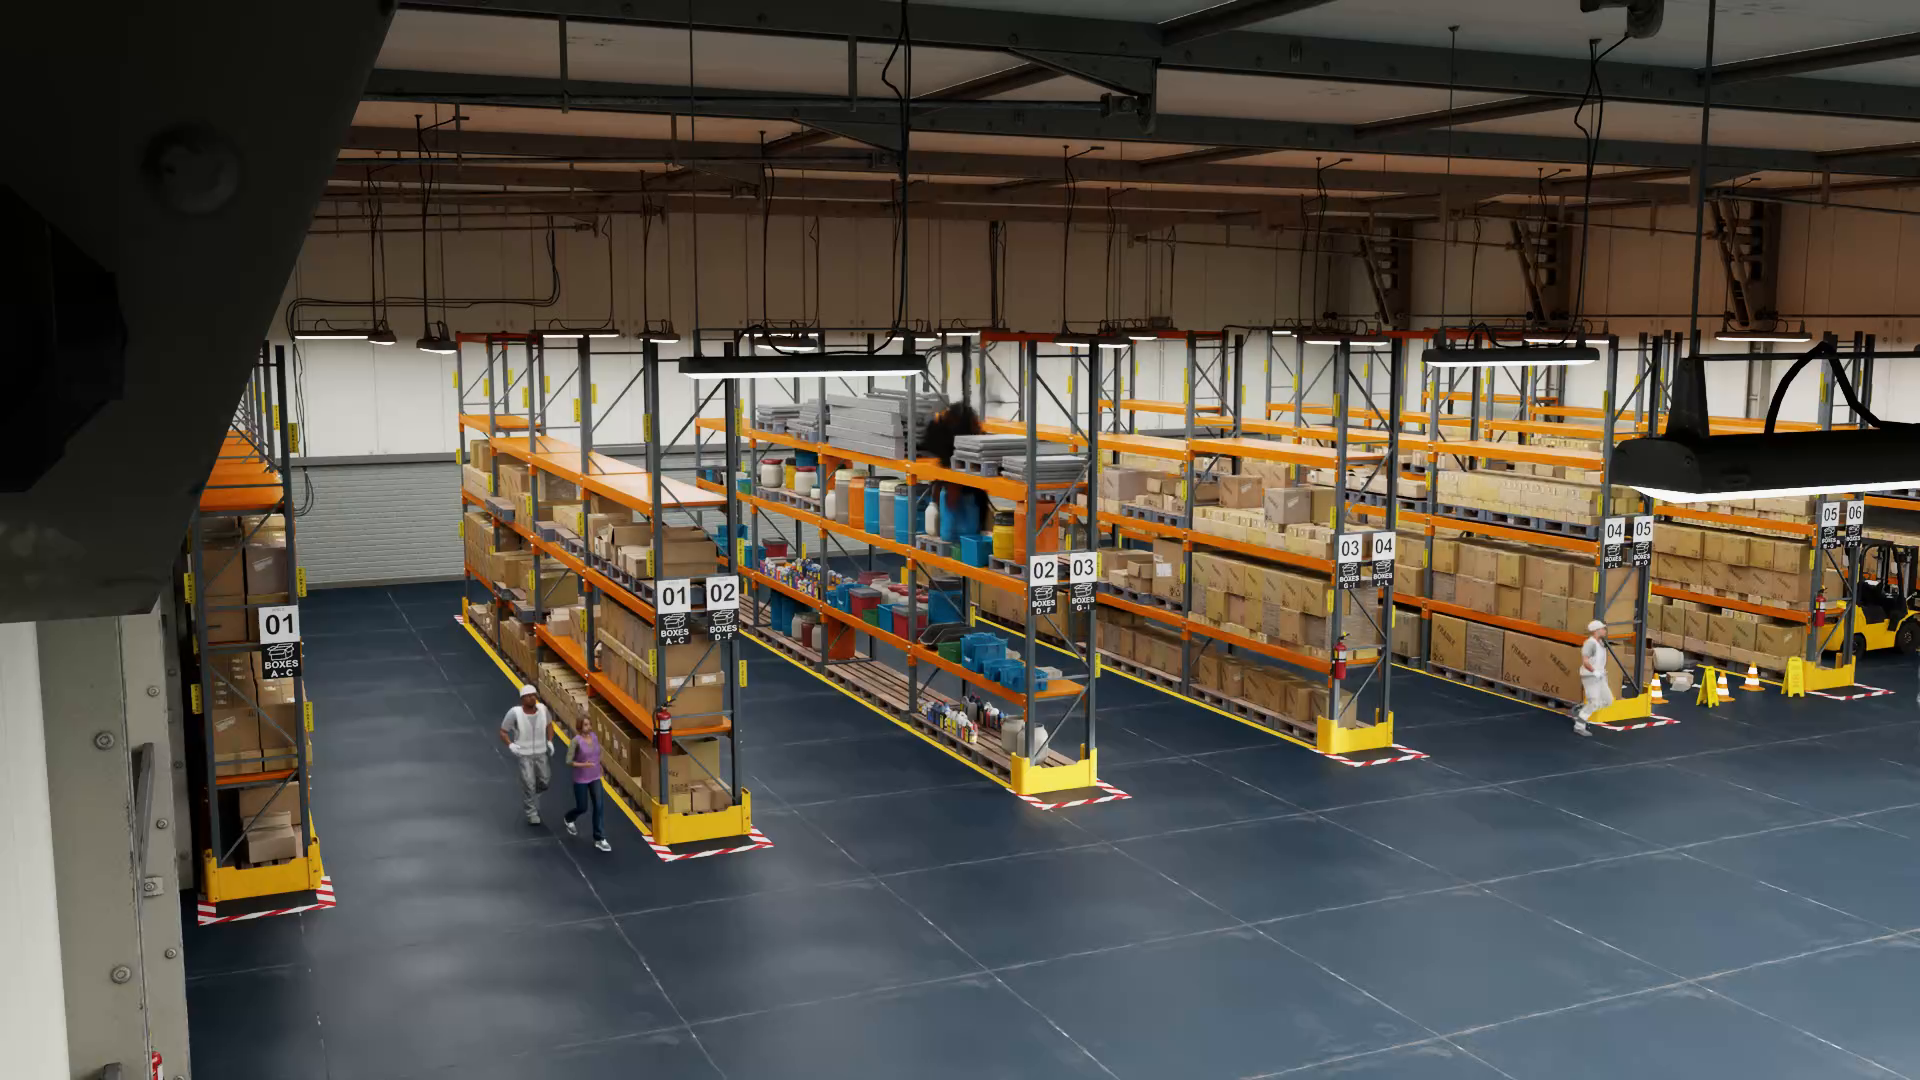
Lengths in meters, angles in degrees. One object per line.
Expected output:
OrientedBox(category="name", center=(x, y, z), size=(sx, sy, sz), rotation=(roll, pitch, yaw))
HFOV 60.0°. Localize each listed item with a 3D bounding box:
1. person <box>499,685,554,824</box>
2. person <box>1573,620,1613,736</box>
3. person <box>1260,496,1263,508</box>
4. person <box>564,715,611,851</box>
OrientedBox(category="person", center=(-5.421, 2.663, 20.864), size=(0.703, 1.745, 0.596), rotation=(-5, 9, -34))
OrientedBox(category="person", center=(9.663, 2.084, 25.271), size=(0.533, 1.723, 0.713), rotation=(7, 10, 40))
OrientedBox(category="person", center=(7.888, -0.456, 44.147), size=(0.939, 1.613, 0.619), rotation=(3, 8, 20))
OrientedBox(category="person", center=(-4.446, 2.861, 19.812), size=(0.541, 1.577, 0.872), rotation=(-7, 10, -42))
